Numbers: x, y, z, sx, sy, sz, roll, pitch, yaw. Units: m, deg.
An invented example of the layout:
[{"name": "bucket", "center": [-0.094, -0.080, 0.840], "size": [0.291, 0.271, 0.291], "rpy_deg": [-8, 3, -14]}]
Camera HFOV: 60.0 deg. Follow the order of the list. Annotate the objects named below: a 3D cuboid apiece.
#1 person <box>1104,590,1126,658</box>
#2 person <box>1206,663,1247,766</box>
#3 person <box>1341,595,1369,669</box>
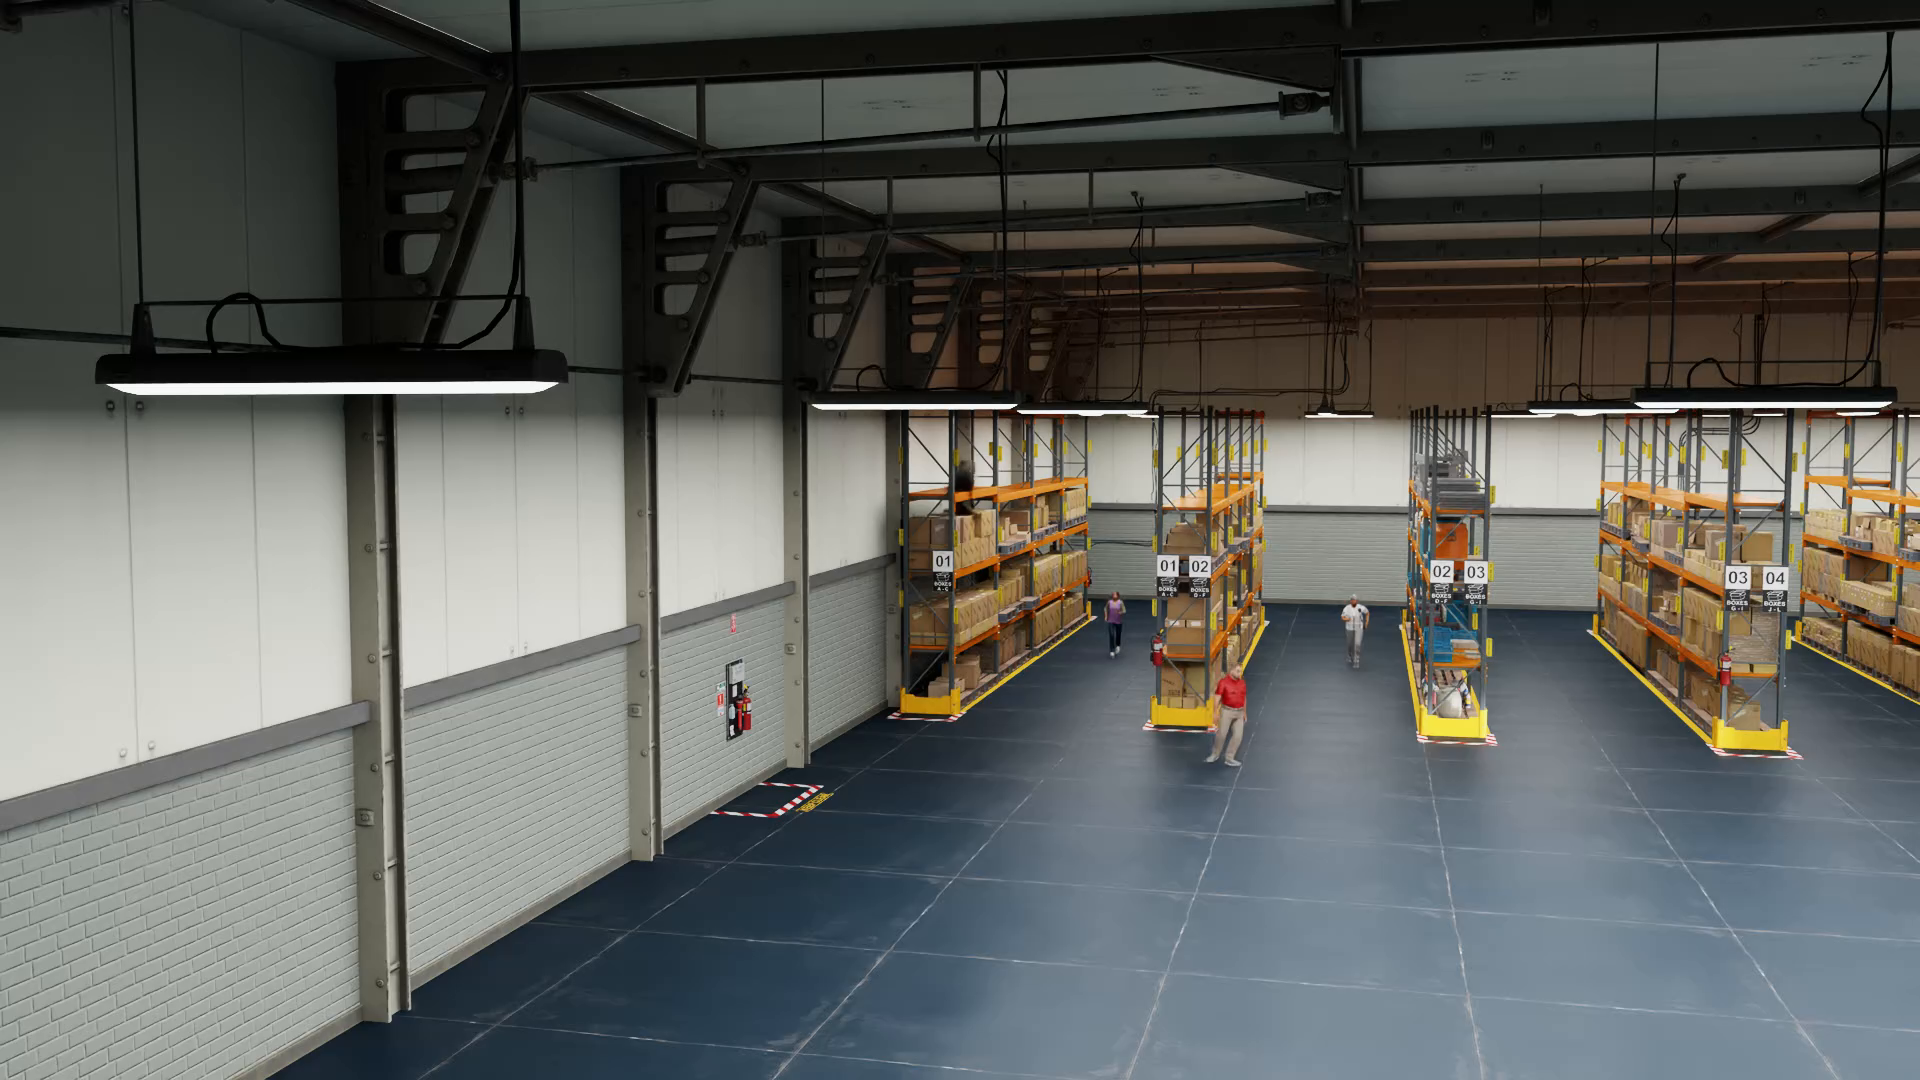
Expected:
[{"name": "person", "center": [3.754, 2.015, 40.269], "size": [0.530, 1.593, 0.887], "rpy_deg": [0, 4, 6]}, {"name": "person", "center": [4.429, 2.890, 27.592], "size": [0.668, 1.708, 0.523], "rpy_deg": [-2, 5, -25]}, {"name": "person", "center": [9.216, 2.117, 38.794], "size": [0.618, 1.709, 0.901], "rpy_deg": [1, 4, 19]}]
